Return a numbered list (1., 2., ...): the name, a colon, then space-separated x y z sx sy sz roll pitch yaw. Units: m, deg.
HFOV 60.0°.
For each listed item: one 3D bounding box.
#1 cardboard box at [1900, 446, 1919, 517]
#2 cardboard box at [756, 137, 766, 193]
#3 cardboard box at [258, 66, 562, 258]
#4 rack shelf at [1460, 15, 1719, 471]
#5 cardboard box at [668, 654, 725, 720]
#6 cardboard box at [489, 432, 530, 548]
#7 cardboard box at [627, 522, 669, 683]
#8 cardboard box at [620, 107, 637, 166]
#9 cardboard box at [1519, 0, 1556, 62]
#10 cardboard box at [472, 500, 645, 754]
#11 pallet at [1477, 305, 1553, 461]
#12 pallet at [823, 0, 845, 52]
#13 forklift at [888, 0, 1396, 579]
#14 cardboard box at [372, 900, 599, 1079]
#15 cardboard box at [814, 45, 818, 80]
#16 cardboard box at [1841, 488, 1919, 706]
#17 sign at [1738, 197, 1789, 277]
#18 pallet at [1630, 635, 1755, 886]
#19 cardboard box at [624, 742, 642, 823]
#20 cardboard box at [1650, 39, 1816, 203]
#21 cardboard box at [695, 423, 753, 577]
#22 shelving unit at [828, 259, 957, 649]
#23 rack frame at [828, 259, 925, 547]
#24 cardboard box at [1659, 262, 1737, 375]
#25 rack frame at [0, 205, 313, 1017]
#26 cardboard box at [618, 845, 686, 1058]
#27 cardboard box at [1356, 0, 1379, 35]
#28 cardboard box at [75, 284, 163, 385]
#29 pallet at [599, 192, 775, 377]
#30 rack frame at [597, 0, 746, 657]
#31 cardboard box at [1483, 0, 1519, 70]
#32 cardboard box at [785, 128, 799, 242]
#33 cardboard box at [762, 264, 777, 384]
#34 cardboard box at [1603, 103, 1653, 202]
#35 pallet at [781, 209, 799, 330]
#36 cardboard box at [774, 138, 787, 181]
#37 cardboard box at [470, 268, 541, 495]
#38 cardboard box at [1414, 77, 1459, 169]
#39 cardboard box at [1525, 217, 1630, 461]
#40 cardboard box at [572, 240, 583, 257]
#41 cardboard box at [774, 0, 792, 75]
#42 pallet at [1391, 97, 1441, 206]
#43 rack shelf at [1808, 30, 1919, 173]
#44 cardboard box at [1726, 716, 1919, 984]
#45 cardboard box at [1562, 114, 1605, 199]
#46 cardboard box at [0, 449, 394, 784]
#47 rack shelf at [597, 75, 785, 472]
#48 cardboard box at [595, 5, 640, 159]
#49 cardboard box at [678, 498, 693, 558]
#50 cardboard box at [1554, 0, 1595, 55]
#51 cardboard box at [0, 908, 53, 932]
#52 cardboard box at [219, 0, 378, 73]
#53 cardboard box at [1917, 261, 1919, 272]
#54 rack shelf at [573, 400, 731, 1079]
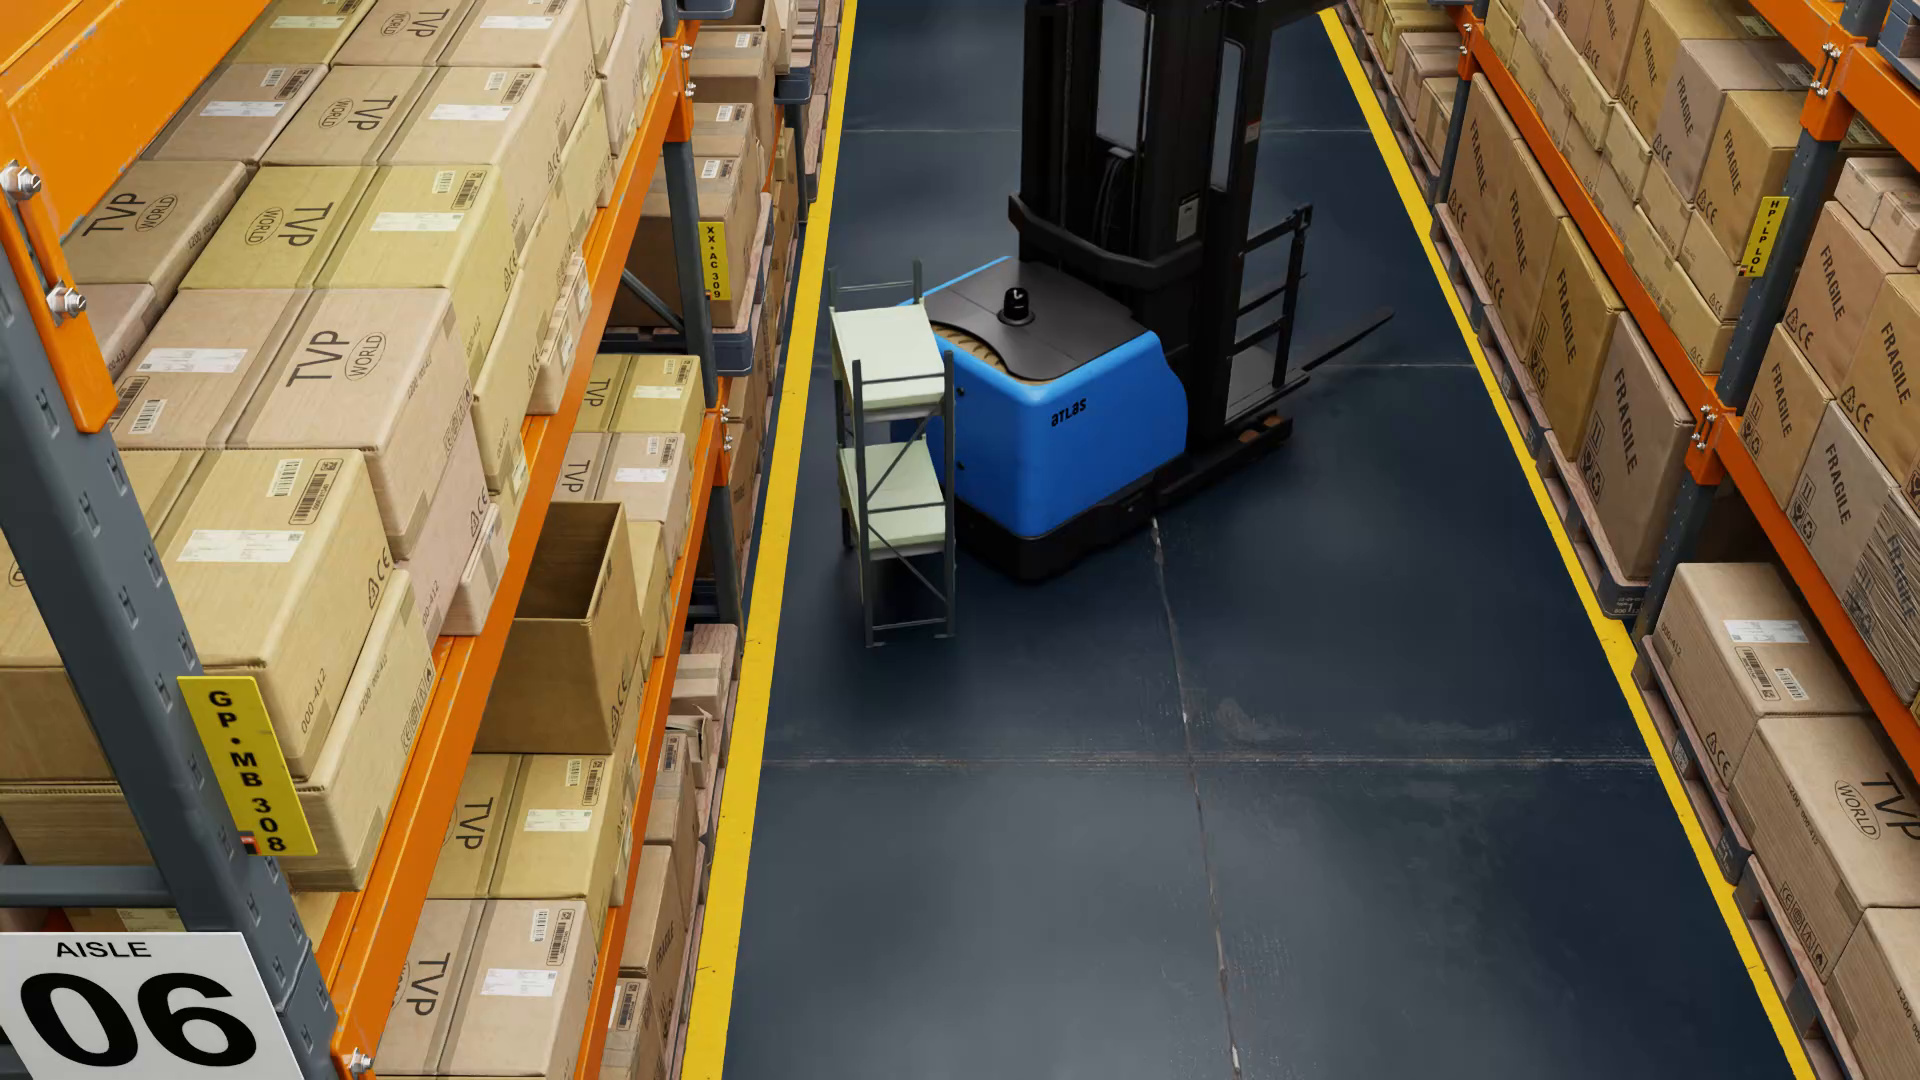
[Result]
1. cardboard box: 3.246 -0.195 4.961 0.500 0.500 0.500 1 39 1
2. cardboard box: -1.078 -1.675 7.459 0.396 0.266 0.258 2 39 2
3. cardboard box: -1.211 -0.845 3.735 0.500 0.250 0.500 1 39 1
4. rack shelf: 3.501 -1.670 8.256 1.077 0.370 4.000 0 39 0
5. cardboard box: -1.166 0.602 6.789 0.380 0.149 0.250 -1 39 -1
6. cardboard box: -1.138 -0.109 3.535 0.380 0.149 0.250 0 39 0
7. cardboard box: -1.213 0.191 5.240 0.500 0.250 0.500 0 39 0
8. cardboard box: -1.175 -1.221 4.923 0.380 0.149 0.250 1 39 1
9. cardboard box: 3.252 -2.698 8.684 0.500 0.250 0.500 1 39 1
10. cardboard box: -1.188 0.235 4.586 0.500 0.500 0.500 1 39 1
11. pallet: 3.423 -0.860 8.899 1.003 0.211 1.213 0 39 0
12. pallet: -1.429 -4.148 13.003 1.003 0.211 1.213 0 39 0
13. forklift: 1.077 -1.758 7.846 3.031 2.935 1.130 -30 47 -32
14. cardboard box: -1.187 1.150 4.044 0.500 0.250 0.500 0 39 0
15. cardboard box: -1.461 -3.653 11.718 0.875 0.625 0.625 -2 39 -2
16. cardboard box: 3.233 0.180 5.292 0.500 0.500 0.500 0 39 0
17. sign: 2.961 -1.115 6.125 0.100 0.325 0.005 0 39 0
18. pallet: 3.426 0.863 6.749 1.003 0.211 1.213 0 39 0
19. cardboard box: -1.154 0.729 4.888 0.380 0.149 0.250 1 39 1
20. cardboard box: 3.244 -1.732 6.879 0.500 0.500 0.500 1 39 1
21. cardboard box: -1.235 -0.186 7.492 0.500 0.500 0.500 2 39 2
22. shelving unit: -0.292 -0.357 7.242 0.431 1.500 0.755 -7 39 -8
23. rack frame: -0.361 -0.582 7.523 0.400 1.500 0.023 -7 39 -8
24. cardboard box: 3.251 -0.922 6.868 0.500 0.250 0.500 -1 39 -1
25. rack frame: -1.455 -0.534 1.466 1.000 3.000 0.127 0 39 0
26. cardboard box: -1.224 1.371 5.550 0.500 0.500 0.500 1 39 1
27. cardboard box: 3.502 -4.064 12.434 0.950 0.372 0.625 2 39 3
28. cardboard box: -1.735 -0.219 2.954 0.500 0.250 0.500 -1 39 -1
29. pallet: -1.352 -1.119 7.147 1.003 0.211 1.213 0 39 0
30. rack frame: -1.460 -0.694 6.463 1.000 3.000 0.127 0 39 0
31. cardboard box: 3.248 -2.837 9.257 0.500 0.250 0.500 -1 39 -1
32. cardboard box: -1.249 -2.120 9.905 0.500 0.500 0.500 1 39 1
33. cardboard box: -1.236 -1.155 8.701 0.500 0.500 0.500 -1 39 -2
34. cardboard box: 3.246 -1.749 7.499 0.500 0.250 0.500 1 39 1
35. pallet: -1.501 -1.641 9.874 1.003 0.211 1.213 0 39 0
36. cardboard box: -1.179 -2.158 9.434 0.380 0.149 0.250 -2 39 -2
37. cardboard box: -1.192 -0.337 3.500 0.500 0.250 0.500 -1 39 -1
38. cardboard box: 3.509 -2.694 10.724 0.950 0.372 0.625 -2 39 -3
39. cardboard box: 3.414 -0.988 8.193 0.875 0.875 0.875 1 39 1
40. cardboard box: -1.202 -0.743 4.326 0.380 0.149 0.250 0 39 0
41. cardboard box: -1.140 -2.642 8.677 0.500 0.250 0.500 -2 39 -2
42. pallet: 3.500 -2.602 11.074 1.003 0.211 1.213 0 39 0
43. rack shelf: 3.506 -0.339 4.197 1.077 0.370 4.000 0 39 0
44. cardboard box: 3.399 1.088 5.952 0.875 0.438 0.875 -1 39 -1
45. cardboard box: 3.265 -1.879 8.062 0.500 0.250 0.500 0 39 0
46. cardboard box: -1.205 0.106 2.548 0.500 0.250 0.500 0 39 -1
47. rack shelf: -1.462 -1.664 8.249 1.077 0.370 4.000 0 39 0
48. cardboard box: -1.198 -1.296 4.697 0.500 0.250 0.500 -1 39 -2
49. cardboard box: -1.160 -0.072 5.887 0.380 0.149 0.250 1 39 1
50. cardboard box: 3.251 -2.689 8.072 0.500 0.500 0.500 1 39 1
51. cardboard box: -1.687 0.535 2.732 0.380 0.149 0.250 1 39 1
52. cardboard box: -1.727 -1.166 4.136 0.500 0.250 0.500 0 39 -1
53. cardboard box: 3.303 -0.865 5.278 0.380 0.149 0.250 0 39 -1
54. rack shelf: -1.458 0.837 5.128 1.077 0.370 4.000 0 39 0
